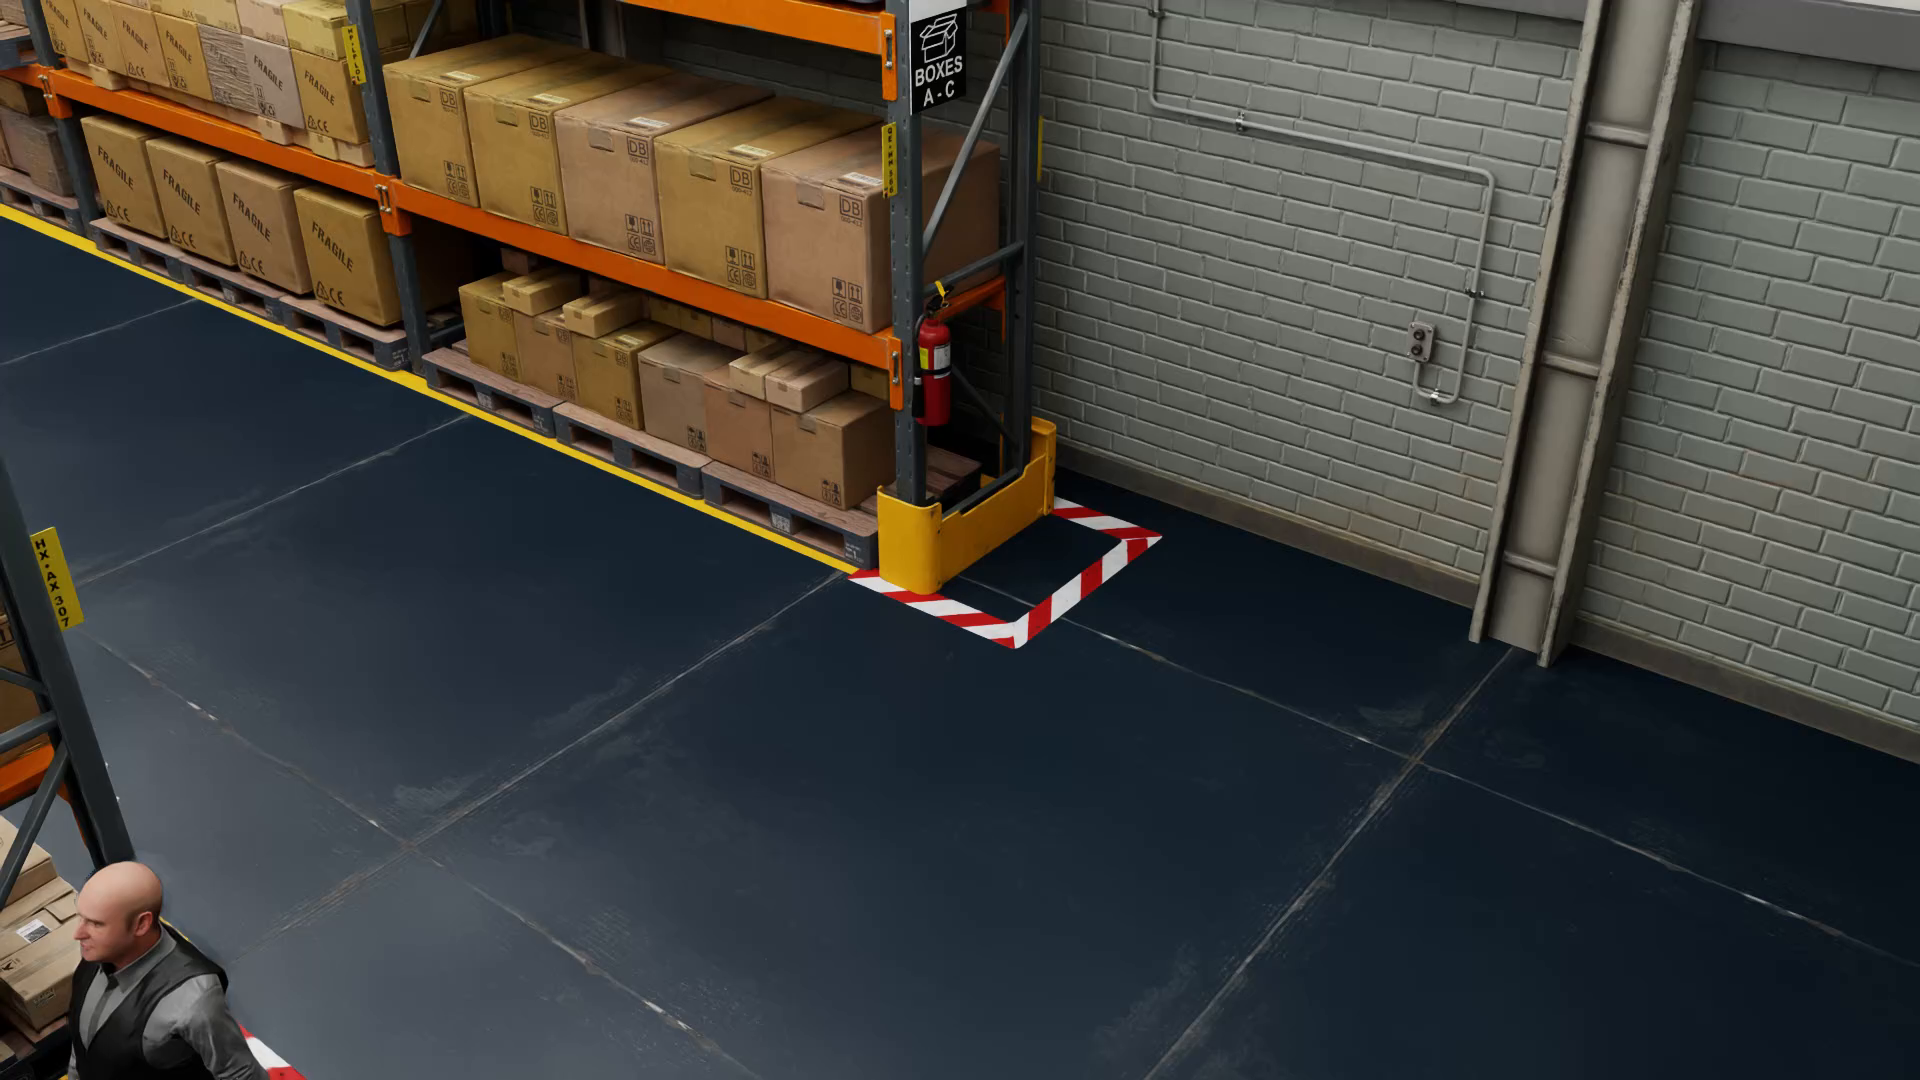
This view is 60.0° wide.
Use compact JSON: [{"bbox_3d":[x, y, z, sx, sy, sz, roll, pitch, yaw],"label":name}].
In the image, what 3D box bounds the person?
[{"bbox_3d":[-2.188,1.576,4.499,0.546,1.671,1.031,26,39,36],"label":"person"}]
